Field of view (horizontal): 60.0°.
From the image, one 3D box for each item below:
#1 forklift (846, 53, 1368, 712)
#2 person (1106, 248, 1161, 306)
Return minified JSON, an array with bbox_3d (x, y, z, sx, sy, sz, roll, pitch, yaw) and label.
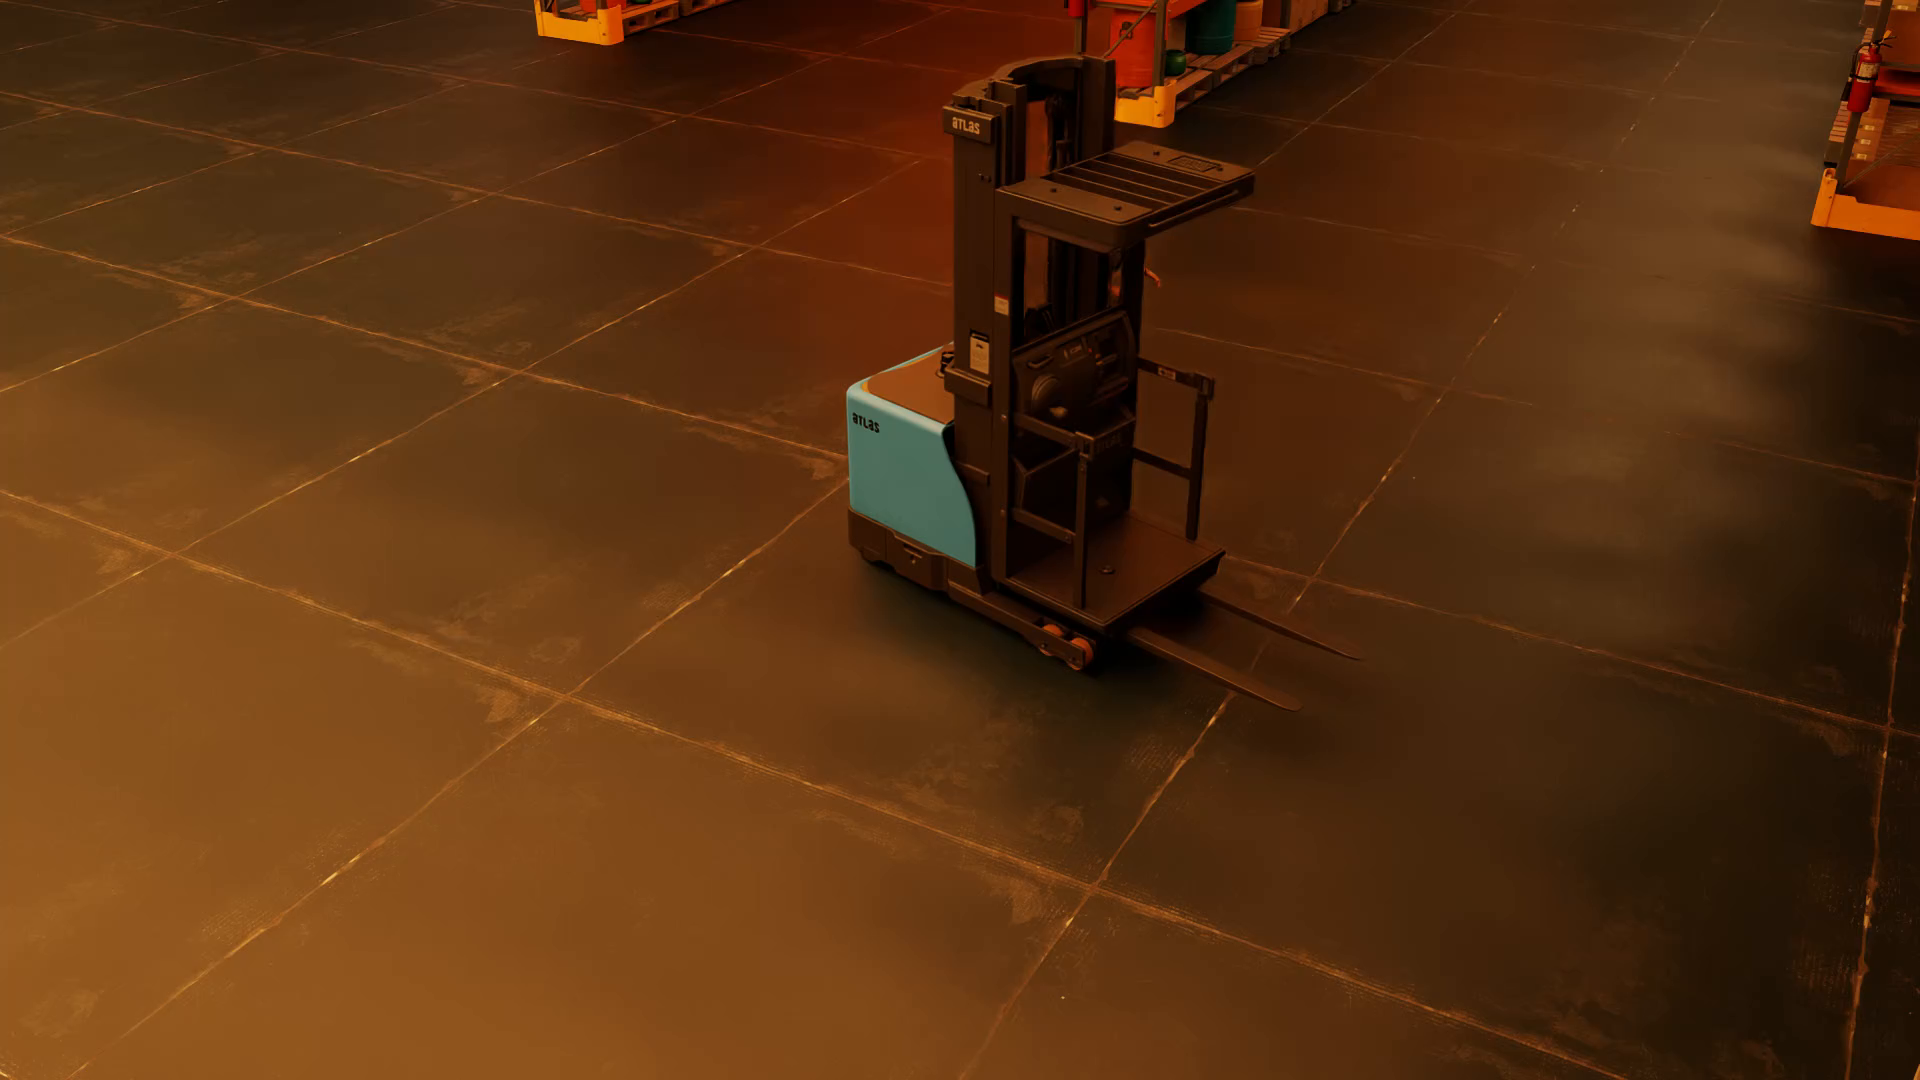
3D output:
[{"bbox_3d":[0.762,-0.877,8.591,3.031,2.935,1.130,25,38,36],"label":"forklift"},{"bbox_3d":[1.030,-1.673,11.335,0.610,1.634,0.692,8,31,13],"label":"person"}]
